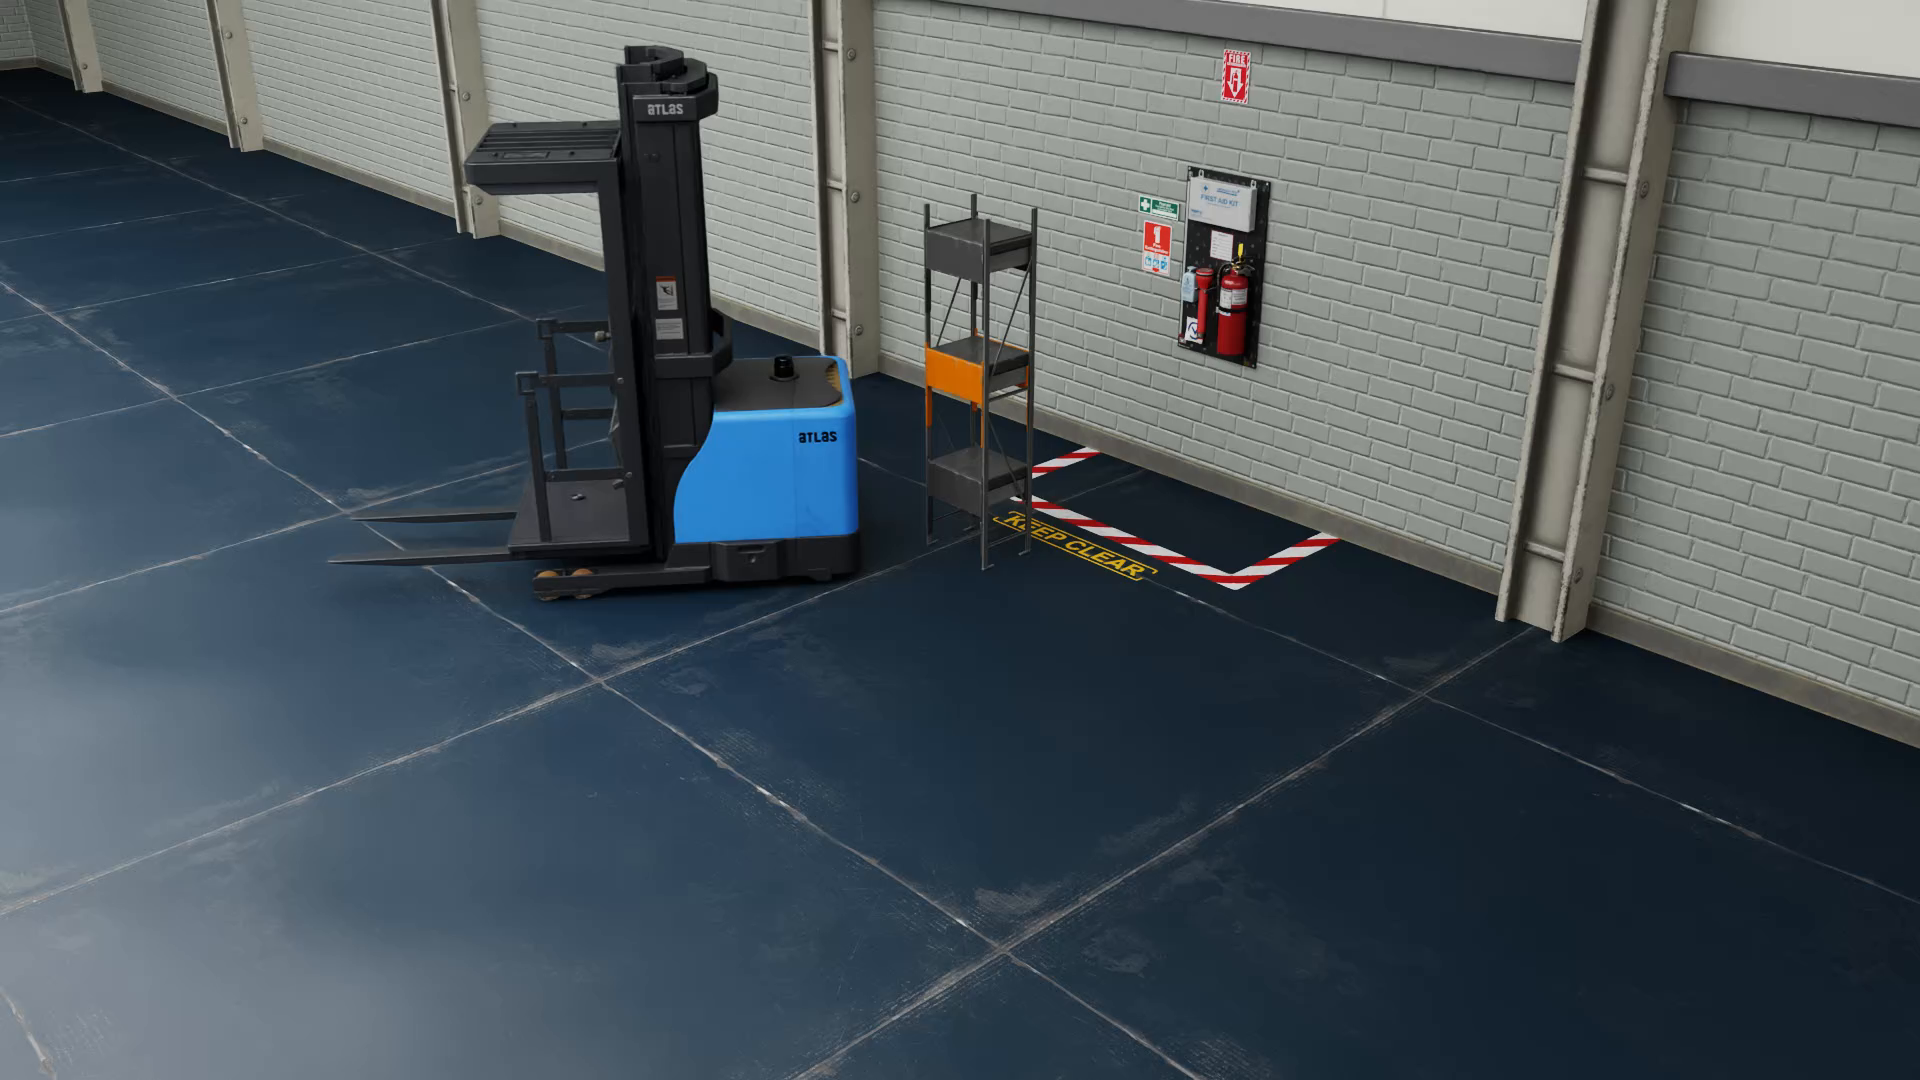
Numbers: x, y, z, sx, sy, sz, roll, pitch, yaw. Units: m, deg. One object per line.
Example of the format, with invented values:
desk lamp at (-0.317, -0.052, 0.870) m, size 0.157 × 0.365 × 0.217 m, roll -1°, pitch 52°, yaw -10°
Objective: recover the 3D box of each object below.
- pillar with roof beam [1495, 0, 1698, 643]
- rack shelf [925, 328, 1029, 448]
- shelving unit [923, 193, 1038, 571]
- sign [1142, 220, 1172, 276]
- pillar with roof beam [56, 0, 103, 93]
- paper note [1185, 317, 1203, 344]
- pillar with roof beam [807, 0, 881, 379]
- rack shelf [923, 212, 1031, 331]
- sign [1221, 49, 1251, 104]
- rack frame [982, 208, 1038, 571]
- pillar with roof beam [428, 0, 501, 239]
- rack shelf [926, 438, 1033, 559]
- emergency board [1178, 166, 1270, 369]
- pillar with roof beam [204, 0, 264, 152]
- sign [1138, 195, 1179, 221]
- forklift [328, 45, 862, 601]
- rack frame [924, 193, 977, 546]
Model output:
pillar with roof beam at (0.089, -2.417, 4.705) m, size 9.100 × 9.000 × 0.400 m, roll -21°, pitch 32°, yaw -38°
rack shelf at (0.113, -0.893, 9.710) m, size 0.431 × 0.518 × 0.480 m, roll -21°, pitch 32°, yaw -38°
shelving unit at (0.113, -0.905, 9.704) m, size 0.431 × 2.100 × 0.503 m, roll -21°, pitch 32°, yaw -38°
sign at (1.268, -1.881, 10.716) m, size 0.001 × 0.329 × 0.234 m, roll -21°, pitch 32°, yaw -38°
pillar with roof beam at (-16.314, -9.688, 20.644) m, size 9.100 × 9.000 × 0.400 m, roll -21°, pitch 32°, yaw -38°
paper note at (1.500, -1.340, 10.636) m, size 0.016 × 0.148 × 0.142 m, roll -21°, pitch 32°, yaw -38°
pillar with roof beam at (-4.012, -4.234, 8.690) m, size 9.100 × 9.000 × 0.400 m, roll -21°, pitch 32°, yaw -38°
rack shelf at (0.113, -1.530, 9.419) m, size 0.431 × 0.518 × 0.480 m, roll -21°, pitch 32°, yaw -38°
sign at (1.638, -2.753, 9.879) m, size 0.001 × 0.298 × 0.199 m, roll -21°, pitch 32°, yaw -38°
rack frame at (0.280, -0.831, 9.542) m, size 0.400 × 2.100 × 0.015 m, roll -21°, pitch 32°, yaw -38°
pillar with roof beam at (-8.113, -6.052, 12.675) m, size 9.100 × 9.000 × 0.400 m, roll -21°, pitch 32°, yaw -38°
rack shelf at (0.113, -0.256, 10.000) m, size 0.431 × 0.518 × 0.480 m, roll -21°, pitch 32°, yaw -38°
emergency board at (1.571, -1.668, 10.292) m, size 0.194 × 1.169 × 0.643 m, roll -21°, pitch 32°, yaw -38°
pillar with roof beam at (-12.213, -7.870, 16.659) m, size 9.100 × 9.000 × 0.400 m, roll -21°, pitch 32°, yaw -38°
sign at (1.265, -2.118, 10.598) m, size 0.001 × 0.109 × 0.331 m, roll -21°, pitch 32°, yaw -38°
forklift at (-2.130, -1.220, 9.393) m, size 3.031 × 2.935 × 1.130 m, roll -3°, pitch 25°, yaw -6°
rack frame at (-0.054, -0.979, 9.866) m, size 0.400 × 2.100 × 0.015 m, roll -21°, pitch 32°, yaw -38°
